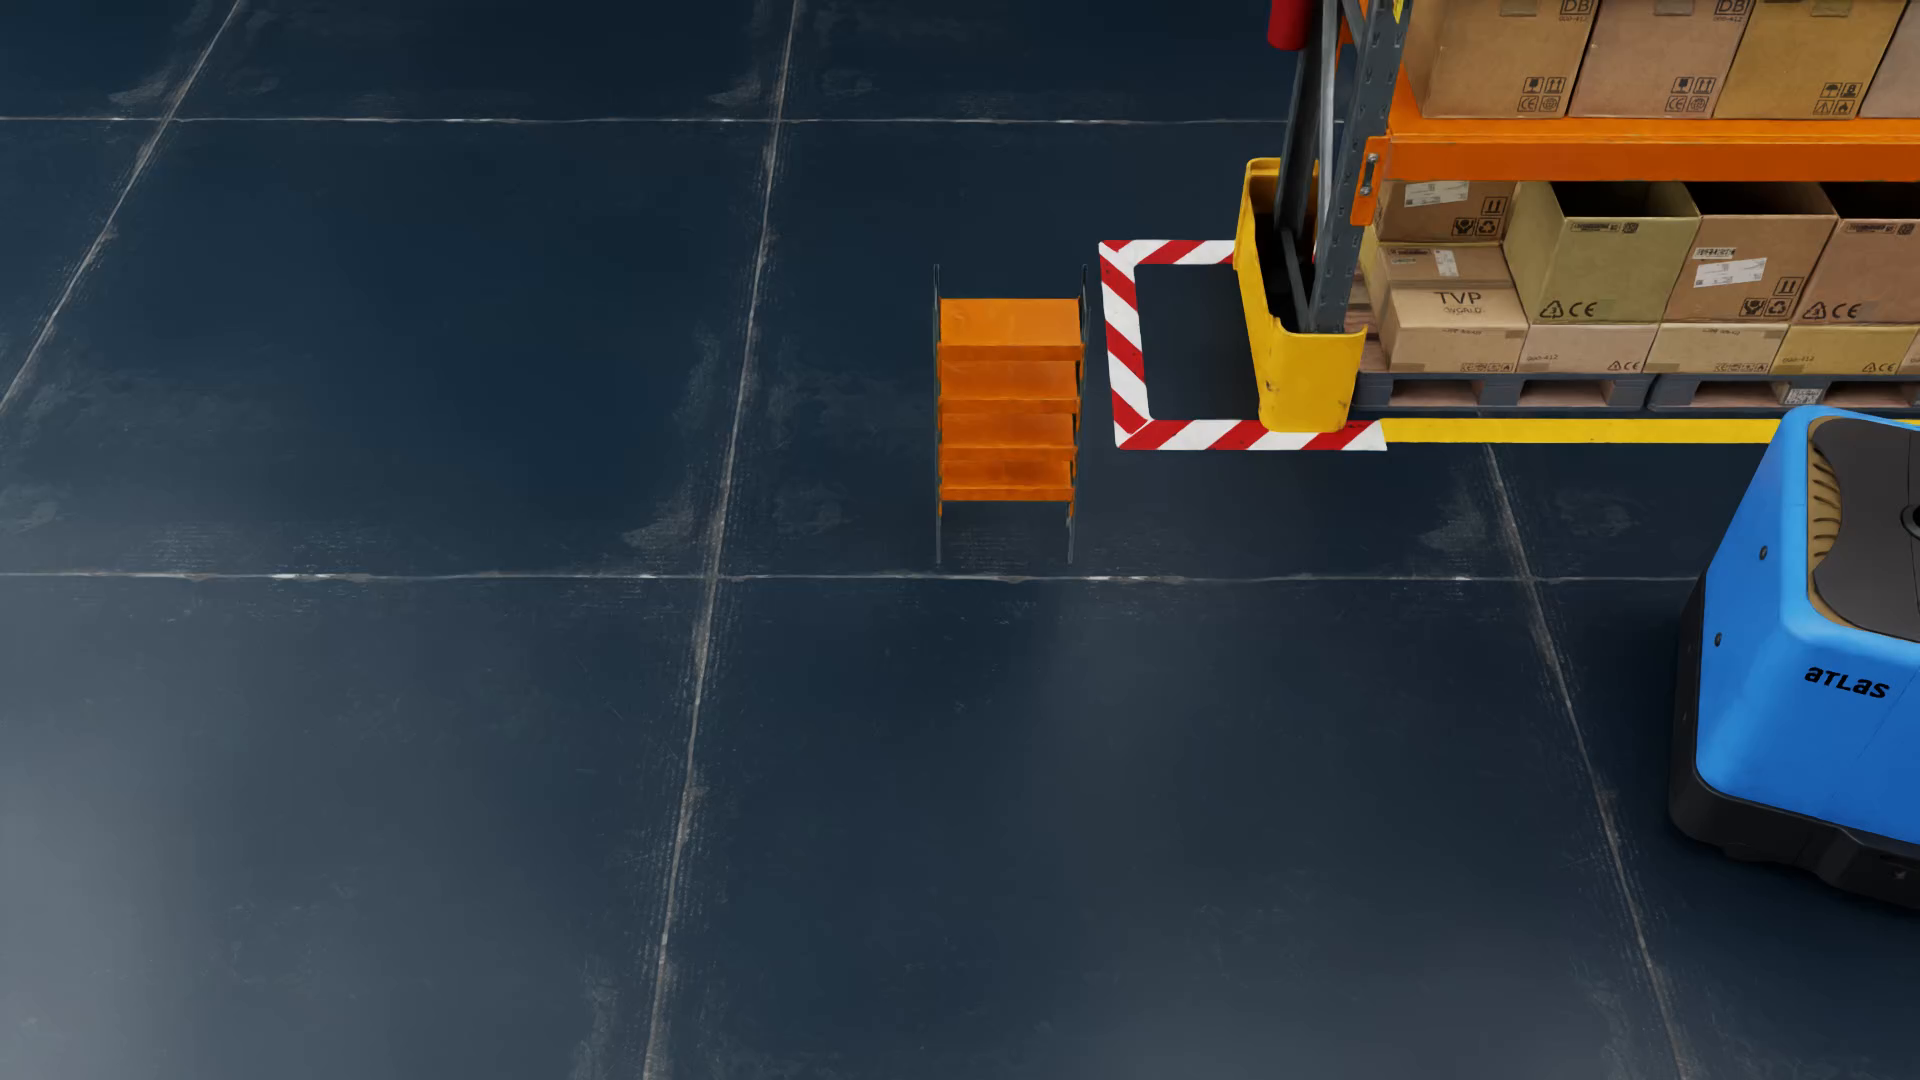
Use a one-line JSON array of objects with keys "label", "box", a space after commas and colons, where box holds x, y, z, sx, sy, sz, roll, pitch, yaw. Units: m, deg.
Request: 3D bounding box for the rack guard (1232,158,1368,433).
[{"label": "rack guard", "box": [1.383, -1.029, 6.866, 0.348, 0.500, 1.175, 0, 47, 0]}]

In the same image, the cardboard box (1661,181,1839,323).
[{"label": "cardboard box", "box": [2.943, -1.186, 6.384, 0.500, 0.500, 0.500, 0, 47, 0]}]

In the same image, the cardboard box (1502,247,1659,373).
[{"label": "cardboard box", "box": [2.443, -0.924, 6.652, 0.500, 0.250, 0.500, 0, 47, 0]}]

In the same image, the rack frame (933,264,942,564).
[{"label": "rack frame", "box": [-0.078, -0.409, 5.811, 0.015, 1.200, 0.240, 0, 47, 0]}]

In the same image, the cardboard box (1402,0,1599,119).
[{"label": "cardboard box", "box": [1.874, -1.904, 5.905, 0.500, 0.500, 0.700, 0, 47, 0]}]

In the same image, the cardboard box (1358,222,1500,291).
[{"label": "cardboard box", "box": [1.945, -1.302, 7.004, 0.500, 0.250, 0.500, 0, 47, 0]}]

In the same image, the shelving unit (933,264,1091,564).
[{"label": "shelving unit", "box": [0.166, -0.408, 5.810, 0.503, 1.200, 0.258, 0, 47, 0]}]

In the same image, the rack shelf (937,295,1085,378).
[{"label": "rack shelf", "box": [0.166, -0.676, 5.523, 0.480, 0.148, 0.258, 0, 47, 0]}]

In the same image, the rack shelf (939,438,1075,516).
[{"label": "rack shelf", "box": [0.166, -0.227, 6.005, 0.480, 0.148, 0.258, 0, 47, 0]}]

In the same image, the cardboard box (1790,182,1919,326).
[{"label": "cardboard box", "box": [3.443, -1.172, 6.371, 0.500, 0.500, 0.500, 0, 47, 0]}]

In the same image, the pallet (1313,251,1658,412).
[{"label": "pallet", "box": [2.172, -0.959, 6.998, 1.213, 0.211, 1.003, 0, 47, 0]}]

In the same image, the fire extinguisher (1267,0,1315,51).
[{"label": "fire extinguisher", "box": [1.291, -2.194, 6.296, 0.183, 0.674, 0.296, 0, 47, 0]}]

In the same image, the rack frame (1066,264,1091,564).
[{"label": "rack frame", "box": [0.410, -0.408, 5.810, 0.015, 1.200, 0.240, 0, 47, 0]}]

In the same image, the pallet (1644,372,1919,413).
[{"label": "pallet", "box": [3.389, -0.954, 6.993, 1.213, 0.211, 1.003, 0, 47, 0]}]

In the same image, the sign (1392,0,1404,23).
[{"label": "sign", "box": [1.399, -1.796, 5.227, 0.005, 0.325, 0.100, 0, 47, 0]}]

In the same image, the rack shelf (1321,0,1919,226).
[{"label": "rack shelf", "box": [3.407, -1.630, 6.209, 4.000, 0.370, 1.077, 0, 47, 0]}]

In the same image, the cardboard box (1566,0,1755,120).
[{"label": "cardboard box", "box": [2.399, -1.906, 5.907, 0.500, 0.500, 0.700, 1, 47, 1]}]

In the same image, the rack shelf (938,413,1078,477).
[{"label": "rack shelf", "box": [0.166, -0.362, 5.860, 0.480, 0.148, 0.258, 0, 47, 0]}]

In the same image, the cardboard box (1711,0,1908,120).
[{"label": "cardboard box", "box": [2.896, -1.900, 5.901, 0.500, 0.500, 0.700, 0, 47, 0]}]

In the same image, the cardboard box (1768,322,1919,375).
[{"label": "cardboard box", "box": [3.443, -0.917, 6.646, 0.500, 0.250, 0.500, 0, 47, 0]}]

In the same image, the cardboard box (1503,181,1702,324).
[{"label": "cardboard box", "box": [2.443, -1.178, 6.376, 0.500, 0.500, 0.500, 0, 47, 0]}]

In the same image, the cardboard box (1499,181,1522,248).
[{"label": "cardboard box", "box": [2.445, -1.309, 7.011, 0.500, 0.250, 0.500, 0, 47, 0]}]

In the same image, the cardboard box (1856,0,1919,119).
[{"label": "cardboard box", "box": [3.422, -1.902, 5.903, 0.500, 0.500, 0.700, 1, 47, 1]}]

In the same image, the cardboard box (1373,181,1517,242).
[{"label": "cardboard box", "box": [1.945, -1.559, 6.731, 0.500, 0.500, 0.500, 0, 47, 0]}]

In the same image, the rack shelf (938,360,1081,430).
[{"label": "rack shelf", "box": [0.166, -0.515, 5.696, 0.480, 0.148, 0.258, 0, 47, 0]}]

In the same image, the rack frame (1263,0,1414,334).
[{"label": "rack frame", "box": [1.407, -1.880, 5.951, 0.127, 3.000, 1.000, 0, 47, 0]}]

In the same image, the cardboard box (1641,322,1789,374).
[{"label": "cardboard box", "box": [2.943, -0.922, 6.651, 0.500, 0.250, 0.500, 0, 47, 0]}]

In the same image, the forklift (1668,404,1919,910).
[{"label": "forklift", "box": [3.848, -0.021, 4.267, 3.031, 2.935, 1.130, 14, 49, 13]}]

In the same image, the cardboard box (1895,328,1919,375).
[{"label": "cardboard box", "box": [3.943, -0.916, 6.645, 0.500, 0.250, 0.500, 0, 47, 0]}]

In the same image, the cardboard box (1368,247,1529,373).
[{"label": "cardboard box", "box": [1.943, -0.922, 6.651, 0.500, 0.250, 0.500, 0, 47, 0]}]
